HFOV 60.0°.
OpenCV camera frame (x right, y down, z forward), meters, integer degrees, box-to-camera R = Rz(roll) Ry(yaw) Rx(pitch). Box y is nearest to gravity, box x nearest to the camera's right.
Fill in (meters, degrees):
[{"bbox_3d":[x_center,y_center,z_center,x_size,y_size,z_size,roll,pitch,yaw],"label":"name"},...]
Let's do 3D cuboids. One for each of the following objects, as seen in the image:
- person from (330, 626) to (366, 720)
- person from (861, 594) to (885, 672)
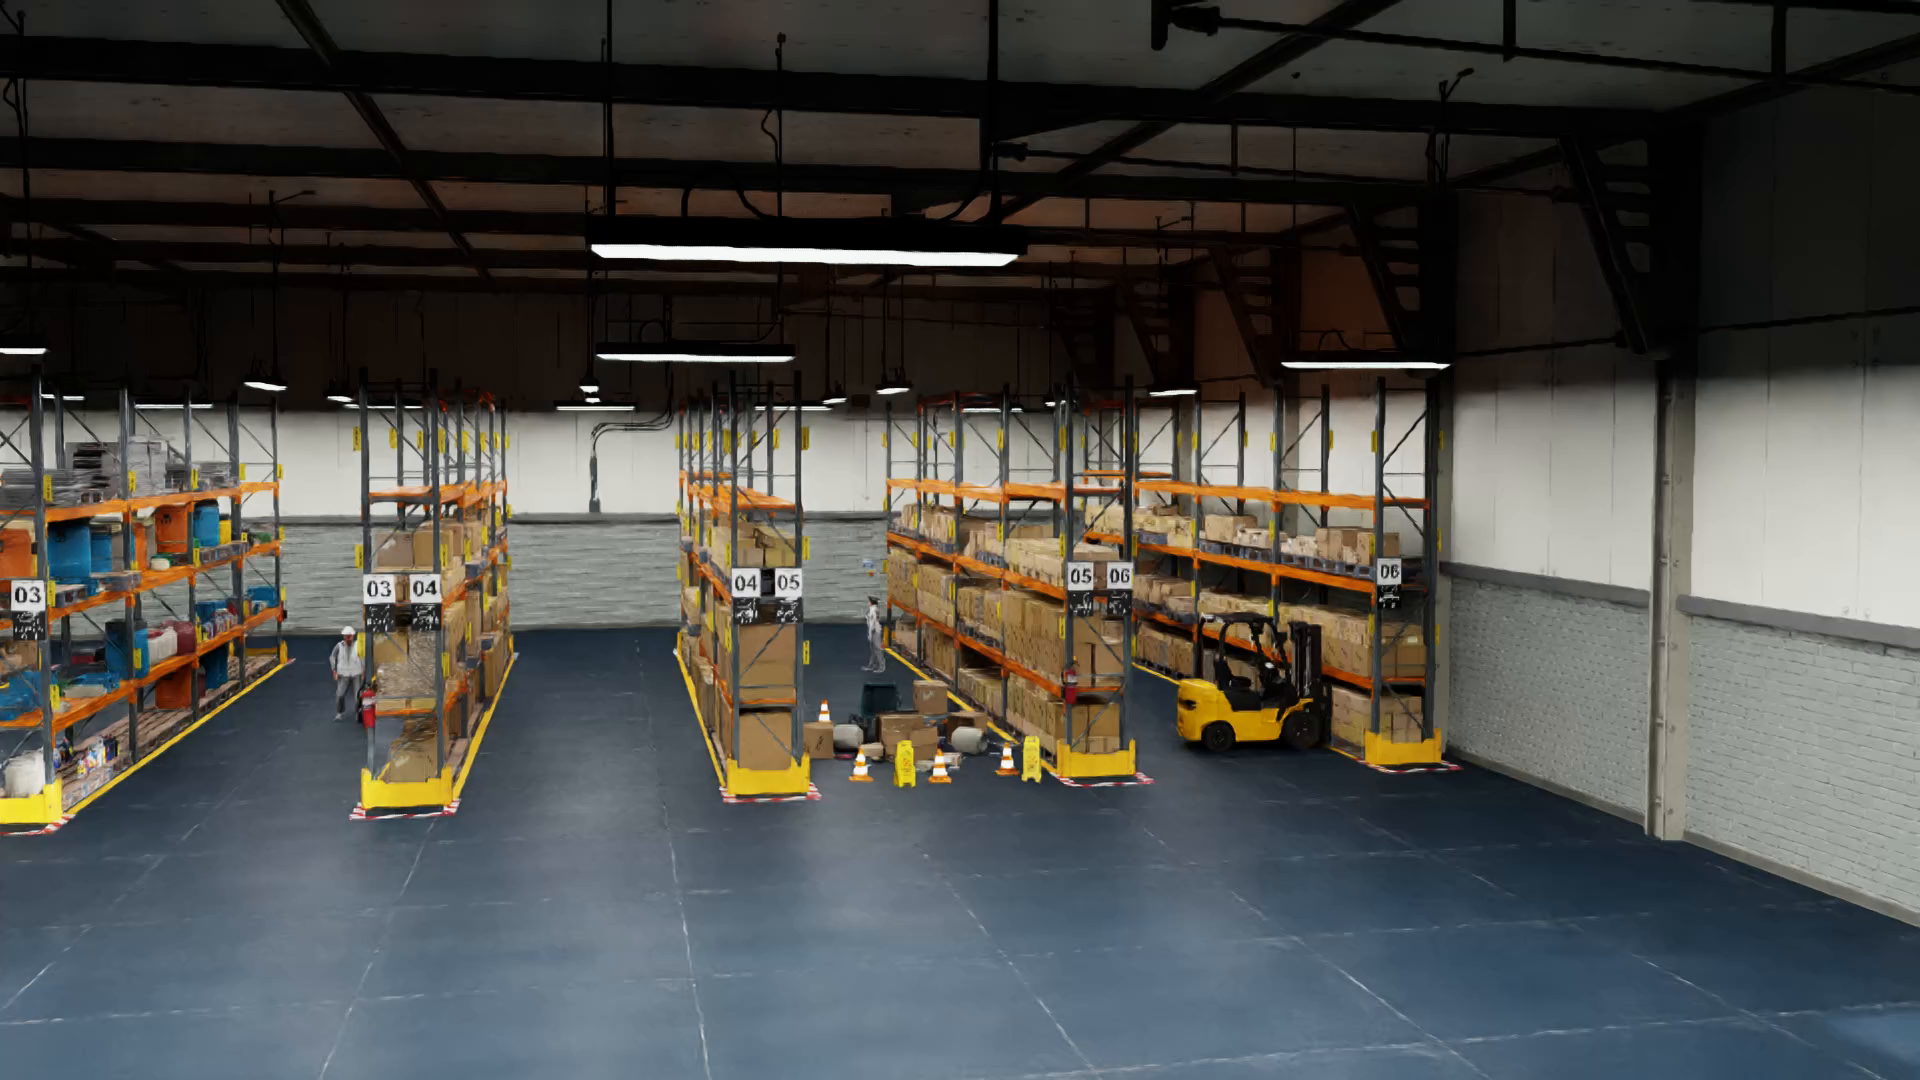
[{"bbox_3d":[-10.900,2.379,29.710,0.677,1.726,0.574,-1,4,-14],"label":"person"},{"bbox_3d":[-1.882,2.012,36.031,0.555,1.662,0.591,0,3,5],"label":"person"}]
